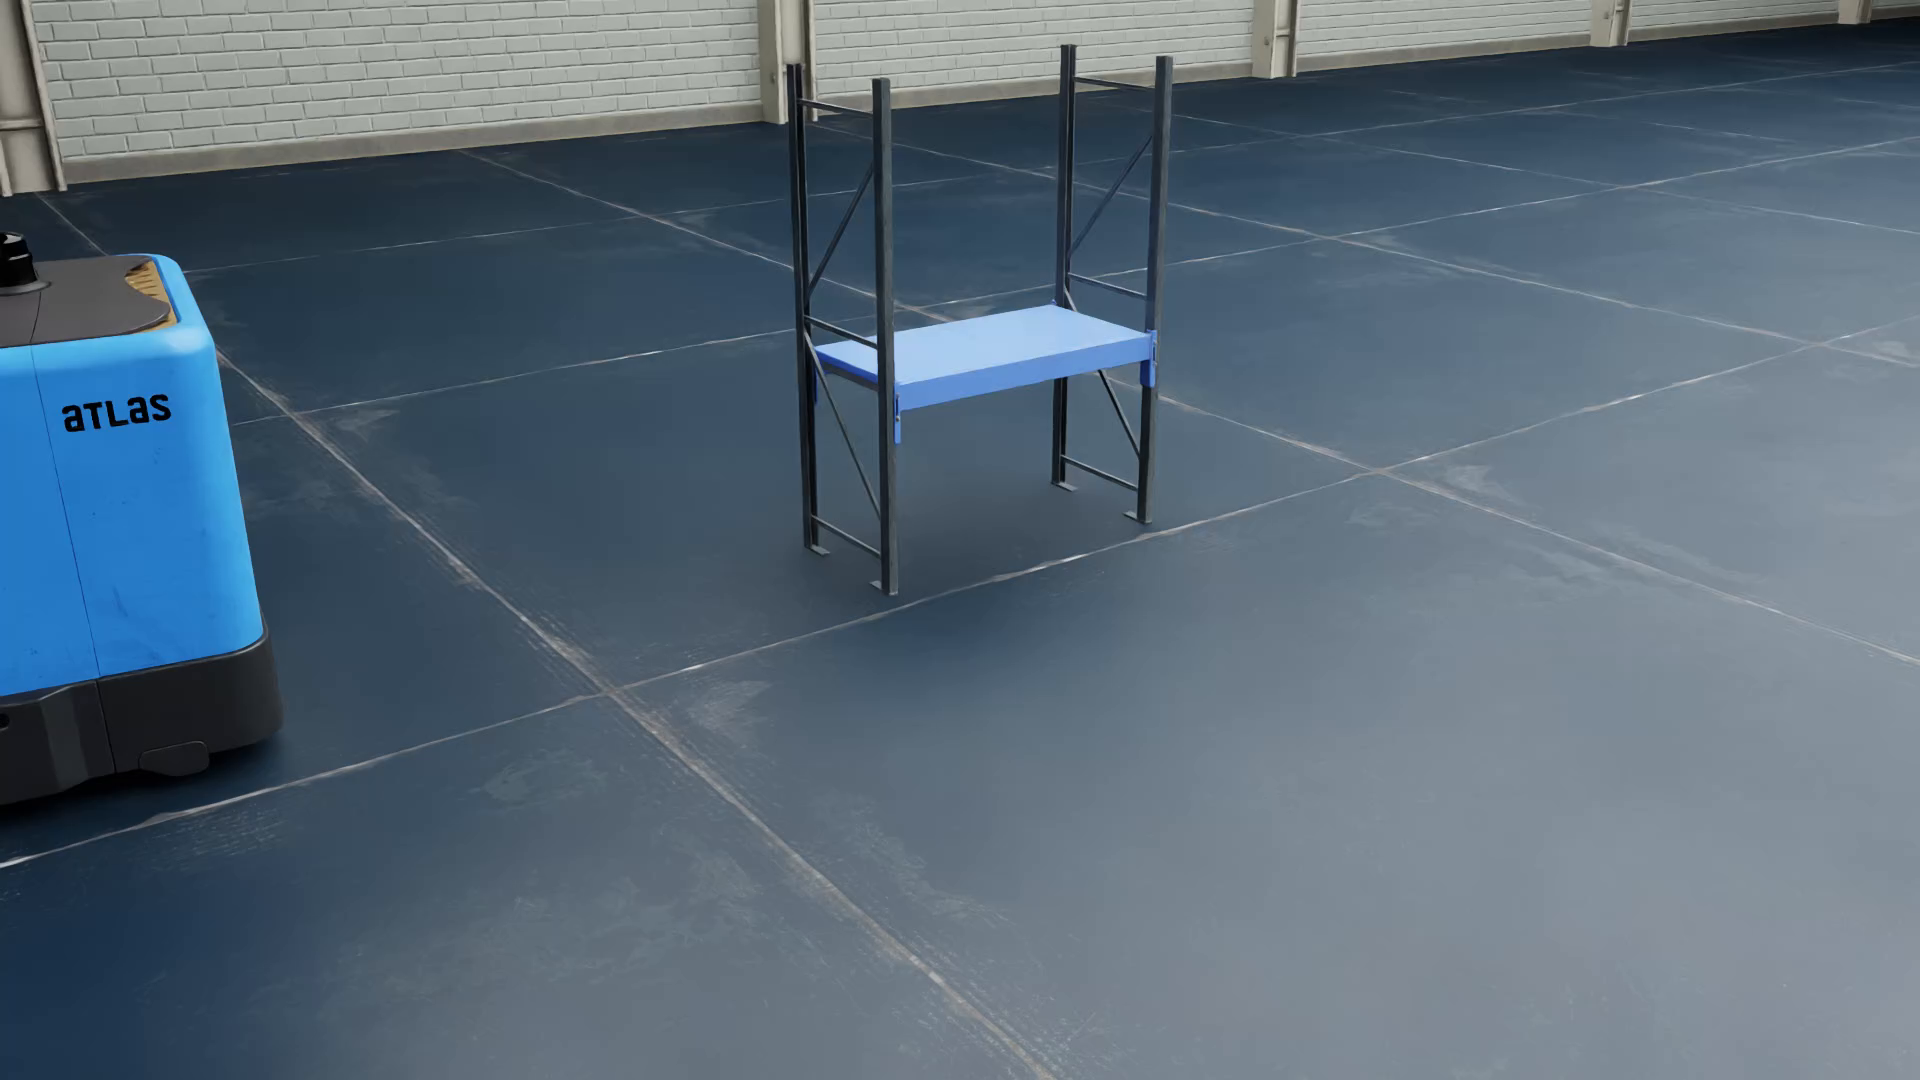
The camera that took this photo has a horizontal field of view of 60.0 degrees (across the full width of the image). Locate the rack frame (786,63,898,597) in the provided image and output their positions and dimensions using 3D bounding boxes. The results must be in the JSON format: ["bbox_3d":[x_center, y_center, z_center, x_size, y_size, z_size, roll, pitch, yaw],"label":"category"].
[{"bbox_3d":[-0.343,-0.605,4.889,0.032,1.500,0.500,-15,26,-33],"label":"rack frame"}]

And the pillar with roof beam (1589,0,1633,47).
[{"bbox_3d":[10.756,-9.181,16.263,0.400,9.000,9.100,-15,26,-33],"label":"pillar with roof beam"}]

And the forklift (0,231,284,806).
[{"bbox_3d":[-3.200,-0.726,3.261,3.031,2.935,1.130,-11,24,-26],"label":"forklift"}]

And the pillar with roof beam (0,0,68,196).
[{"bbox_3d":[-3.855,-5.285,6.499,0.400,9.000,9.100,-15,26,-33],"label":"pillar with roof beam"}]

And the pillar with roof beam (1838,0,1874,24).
[{"bbox_3d":[15.627,-10.480,19.517,0.400,9.000,9.100,-15,26,-33],"label":"pillar with roof beam"}]

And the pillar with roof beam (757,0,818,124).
[{"bbox_3d":[1.015,-6.584,9.754,0.400,9.000,9.100,-15,26,-33],"label":"pillar with roof beam"}]

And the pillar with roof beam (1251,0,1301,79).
[{"bbox_3d":[5.886,-7.882,13.008,0.400,9.000,9.100,-15,26,-33],"label":"pillar with roof beam"}]

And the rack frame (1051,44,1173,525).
[{"bbox_3d":[0.482,-0.825,5.440,0.032,1.500,0.500,-15,26,-33],"label":"rack frame"}]

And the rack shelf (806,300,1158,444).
[{"bbox_3d":[0.069,-0.548,5.231,1.000,0.185,0.538,-15,26,-33],"label":"rack shelf"}]

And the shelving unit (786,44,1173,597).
[{"bbox_3d":[0.069,-0.715,5.165,1.048,1.500,0.538,-15,26,-33],"label":"shelving unit"}]
